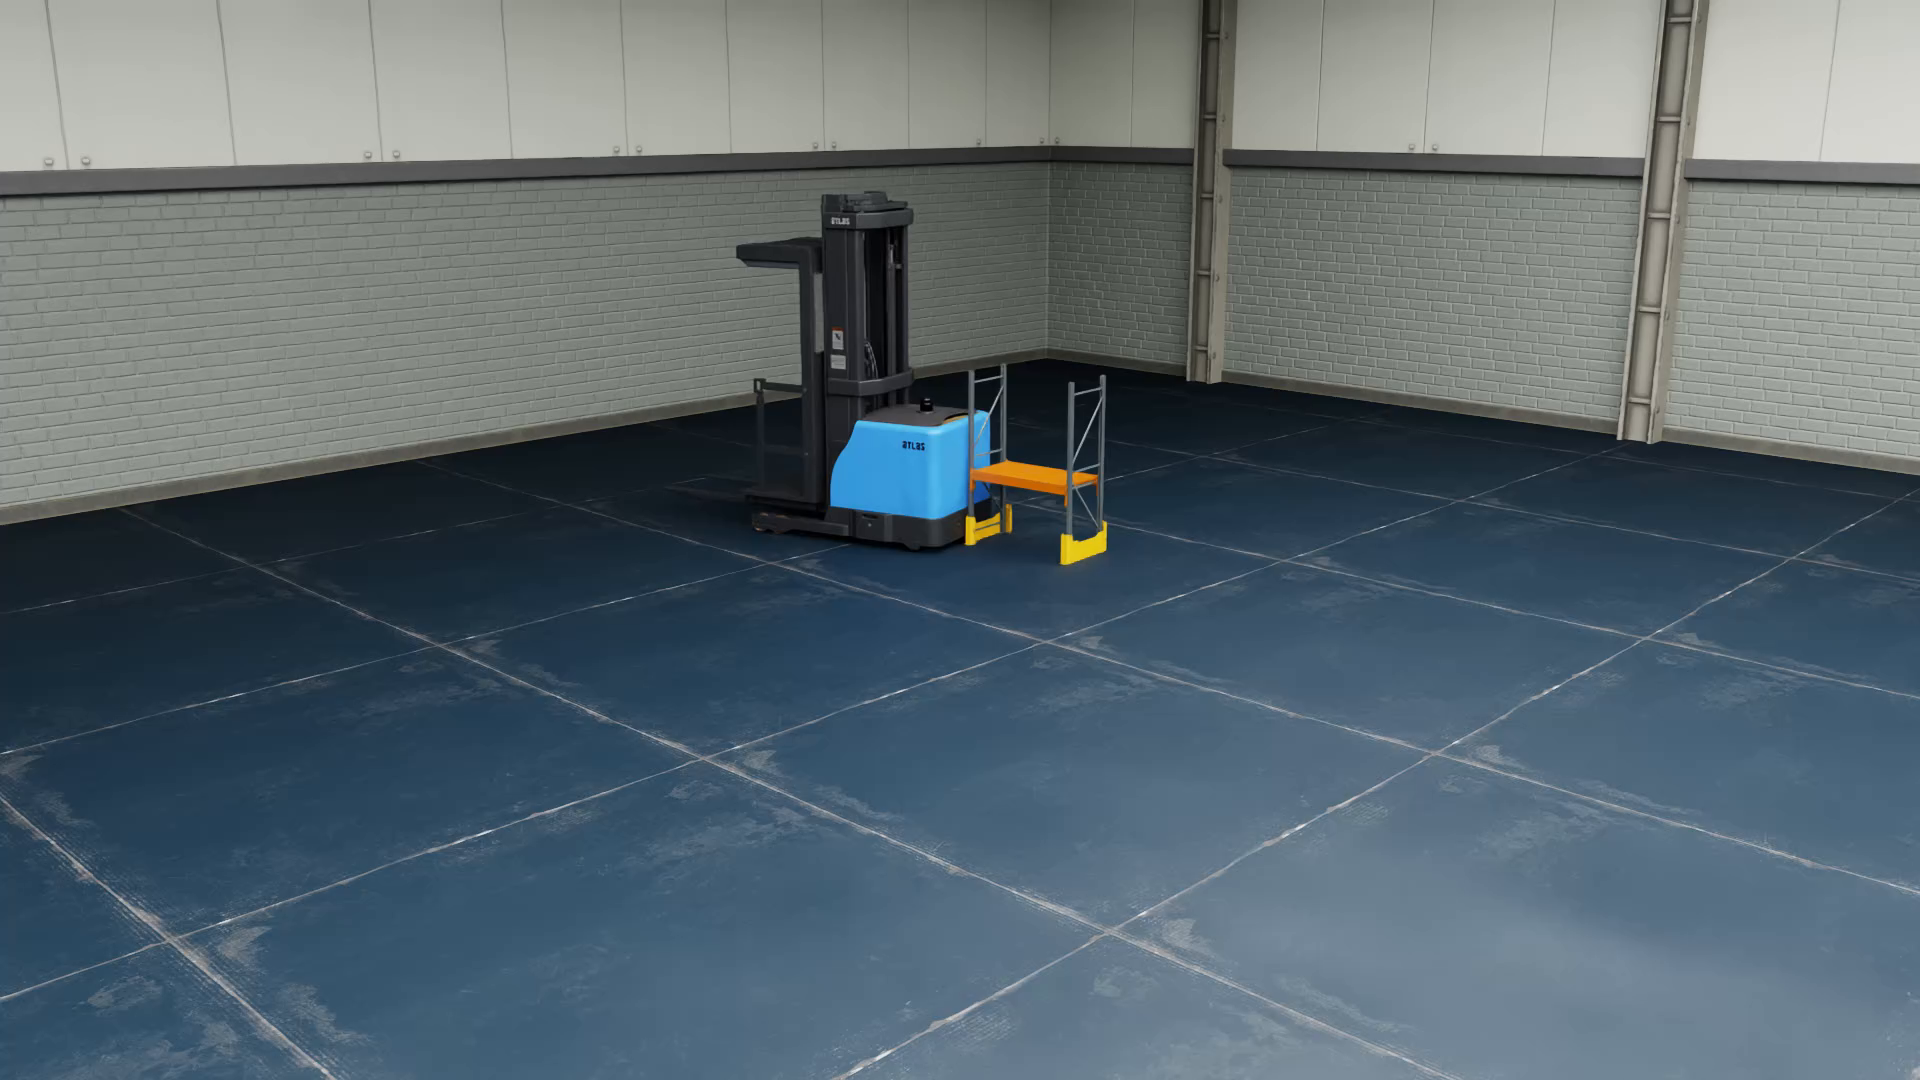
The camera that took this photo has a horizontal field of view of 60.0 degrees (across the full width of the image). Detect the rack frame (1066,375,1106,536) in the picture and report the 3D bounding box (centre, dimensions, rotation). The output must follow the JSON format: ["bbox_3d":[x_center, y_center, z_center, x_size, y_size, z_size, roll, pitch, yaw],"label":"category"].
[{"bbox_3d":[1.035,-0.583,13.696,0.032,1.500,0.500,11,18,37],"label":"rack frame"}]

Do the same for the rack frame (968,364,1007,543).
[{"bbox_3d":[0.235,-0.741,14.303,0.032,1.500,0.500,11,18,37],"label":"rack frame"}]

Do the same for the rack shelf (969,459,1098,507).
[{"bbox_3d":[0.635,-0.488,14.045,1.000,0.185,0.538,11,18,37],"label":"rack shelf"}]

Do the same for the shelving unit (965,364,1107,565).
[{"bbox_3d":[0.642,-0.661,13.994,1.083,1.500,0.587,11,18,37],"label":"shelving unit"}]

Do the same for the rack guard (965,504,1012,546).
[{"bbox_3d":[0.250,-0.133,14.449,0.087,0.250,0.587,11,18,37],"label":"rack guard"}]

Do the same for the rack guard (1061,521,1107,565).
[{"bbox_3d":[1.034,0.021,13.854,0.087,0.250,0.587,11,18,37],"label":"rack guard"}]

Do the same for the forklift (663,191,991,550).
[{"bbox_3d":[-1.266,-1.577,14.672,3.031,2.935,1.130,8,17,28],"label":"forklift"}]

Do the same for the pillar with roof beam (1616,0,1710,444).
[{"bbox_3d":[4.680,-4.704,14.639,0.400,9.000,9.100,14,20,42],"label":"pillar with roof beam"}]
